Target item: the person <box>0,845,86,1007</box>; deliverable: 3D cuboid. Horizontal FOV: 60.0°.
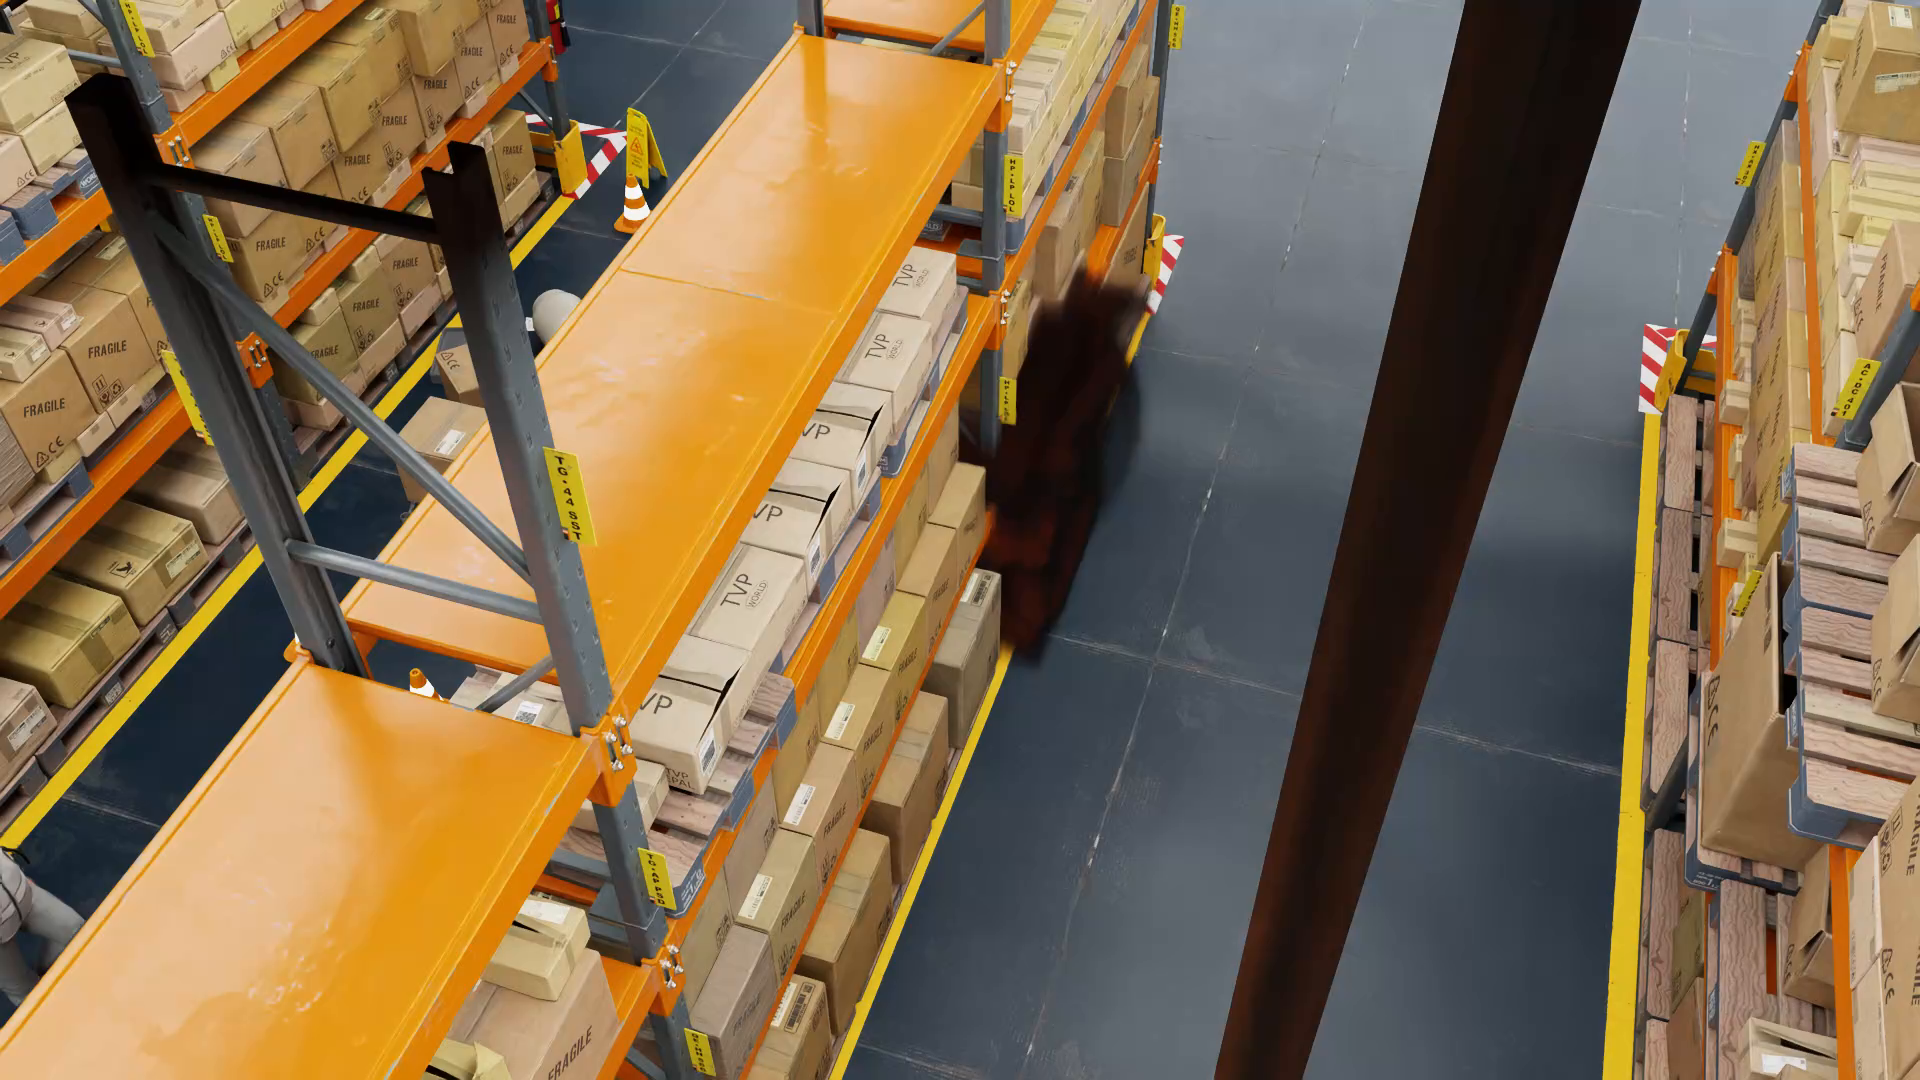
[{"bbox_3d":[-4.591,1.807,7.895,0.437,1.747,0.552,10,47,10],"label":"person"}]
